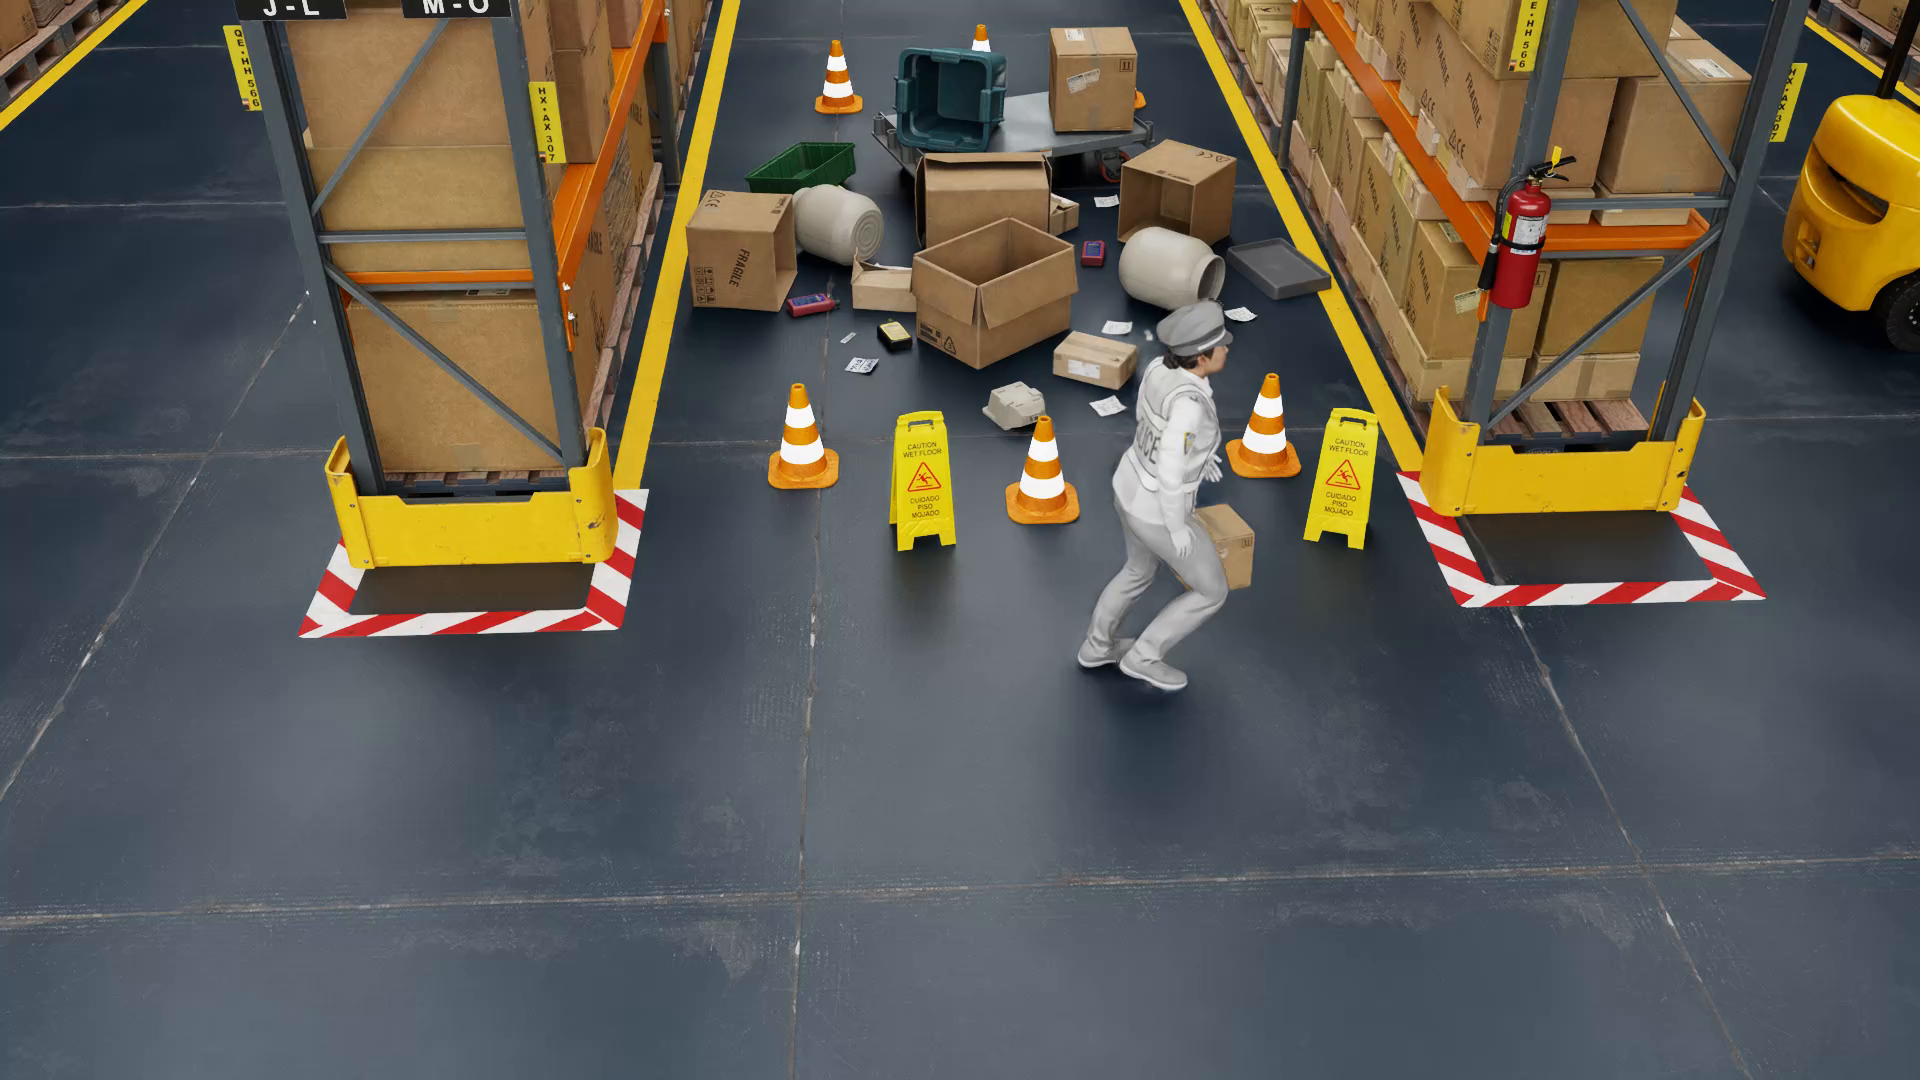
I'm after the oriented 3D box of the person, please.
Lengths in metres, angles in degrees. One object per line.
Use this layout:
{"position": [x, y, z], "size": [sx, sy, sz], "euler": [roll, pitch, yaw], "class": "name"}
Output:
{"position": [0.786, -0.149, 6.381], "size": [0.572, 1.628, 0.624], "euler": [-7, 36, -10], "class": "person"}
